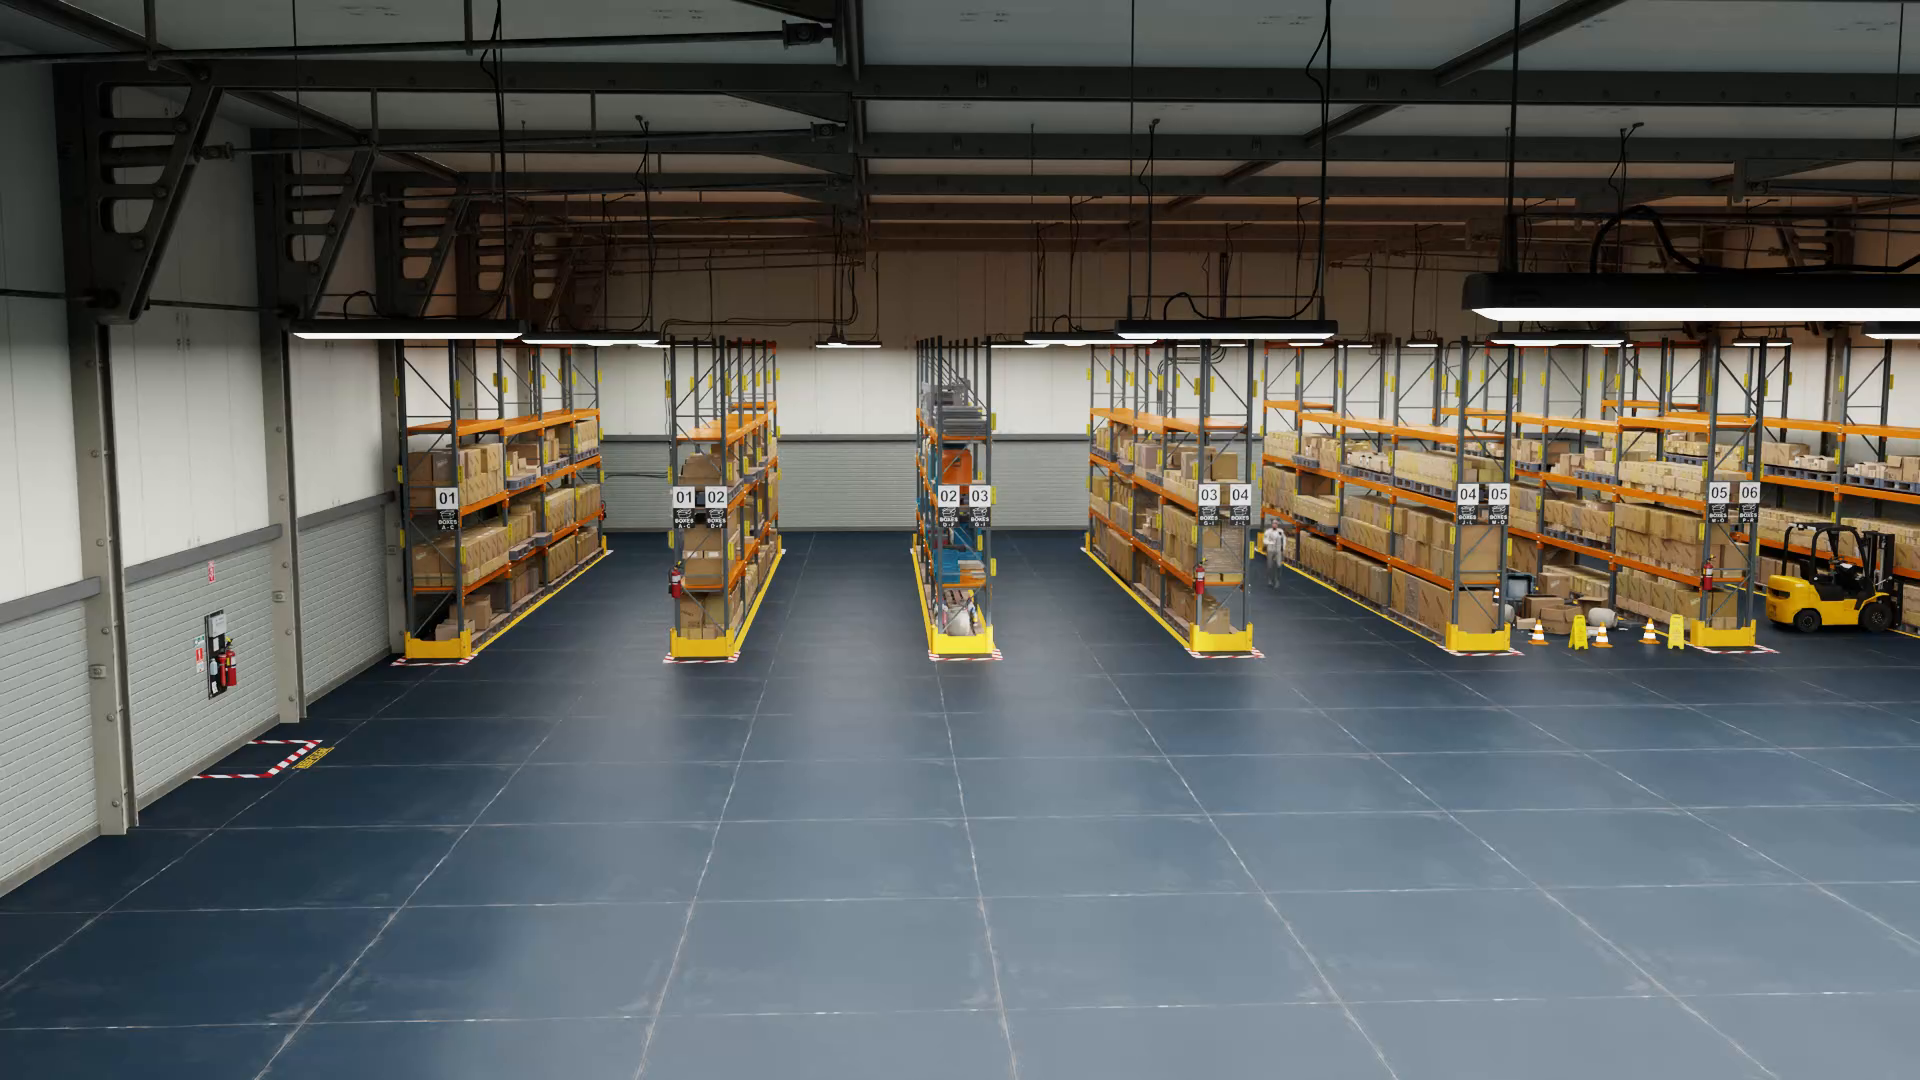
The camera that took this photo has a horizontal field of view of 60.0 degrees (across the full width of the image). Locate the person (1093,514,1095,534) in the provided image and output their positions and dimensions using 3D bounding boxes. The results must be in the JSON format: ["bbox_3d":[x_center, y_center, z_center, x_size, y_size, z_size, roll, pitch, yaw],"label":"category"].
[{"bbox_3d":[4.216,-0.740,50.187,0.617,1.541,0.619,-3,7,-24],"label":"person"}]

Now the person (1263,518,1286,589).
[{"bbox_3d":[7.625,0.314,40.307,0.595,1.737,0.810,0,6,1],"label":"person"}]
